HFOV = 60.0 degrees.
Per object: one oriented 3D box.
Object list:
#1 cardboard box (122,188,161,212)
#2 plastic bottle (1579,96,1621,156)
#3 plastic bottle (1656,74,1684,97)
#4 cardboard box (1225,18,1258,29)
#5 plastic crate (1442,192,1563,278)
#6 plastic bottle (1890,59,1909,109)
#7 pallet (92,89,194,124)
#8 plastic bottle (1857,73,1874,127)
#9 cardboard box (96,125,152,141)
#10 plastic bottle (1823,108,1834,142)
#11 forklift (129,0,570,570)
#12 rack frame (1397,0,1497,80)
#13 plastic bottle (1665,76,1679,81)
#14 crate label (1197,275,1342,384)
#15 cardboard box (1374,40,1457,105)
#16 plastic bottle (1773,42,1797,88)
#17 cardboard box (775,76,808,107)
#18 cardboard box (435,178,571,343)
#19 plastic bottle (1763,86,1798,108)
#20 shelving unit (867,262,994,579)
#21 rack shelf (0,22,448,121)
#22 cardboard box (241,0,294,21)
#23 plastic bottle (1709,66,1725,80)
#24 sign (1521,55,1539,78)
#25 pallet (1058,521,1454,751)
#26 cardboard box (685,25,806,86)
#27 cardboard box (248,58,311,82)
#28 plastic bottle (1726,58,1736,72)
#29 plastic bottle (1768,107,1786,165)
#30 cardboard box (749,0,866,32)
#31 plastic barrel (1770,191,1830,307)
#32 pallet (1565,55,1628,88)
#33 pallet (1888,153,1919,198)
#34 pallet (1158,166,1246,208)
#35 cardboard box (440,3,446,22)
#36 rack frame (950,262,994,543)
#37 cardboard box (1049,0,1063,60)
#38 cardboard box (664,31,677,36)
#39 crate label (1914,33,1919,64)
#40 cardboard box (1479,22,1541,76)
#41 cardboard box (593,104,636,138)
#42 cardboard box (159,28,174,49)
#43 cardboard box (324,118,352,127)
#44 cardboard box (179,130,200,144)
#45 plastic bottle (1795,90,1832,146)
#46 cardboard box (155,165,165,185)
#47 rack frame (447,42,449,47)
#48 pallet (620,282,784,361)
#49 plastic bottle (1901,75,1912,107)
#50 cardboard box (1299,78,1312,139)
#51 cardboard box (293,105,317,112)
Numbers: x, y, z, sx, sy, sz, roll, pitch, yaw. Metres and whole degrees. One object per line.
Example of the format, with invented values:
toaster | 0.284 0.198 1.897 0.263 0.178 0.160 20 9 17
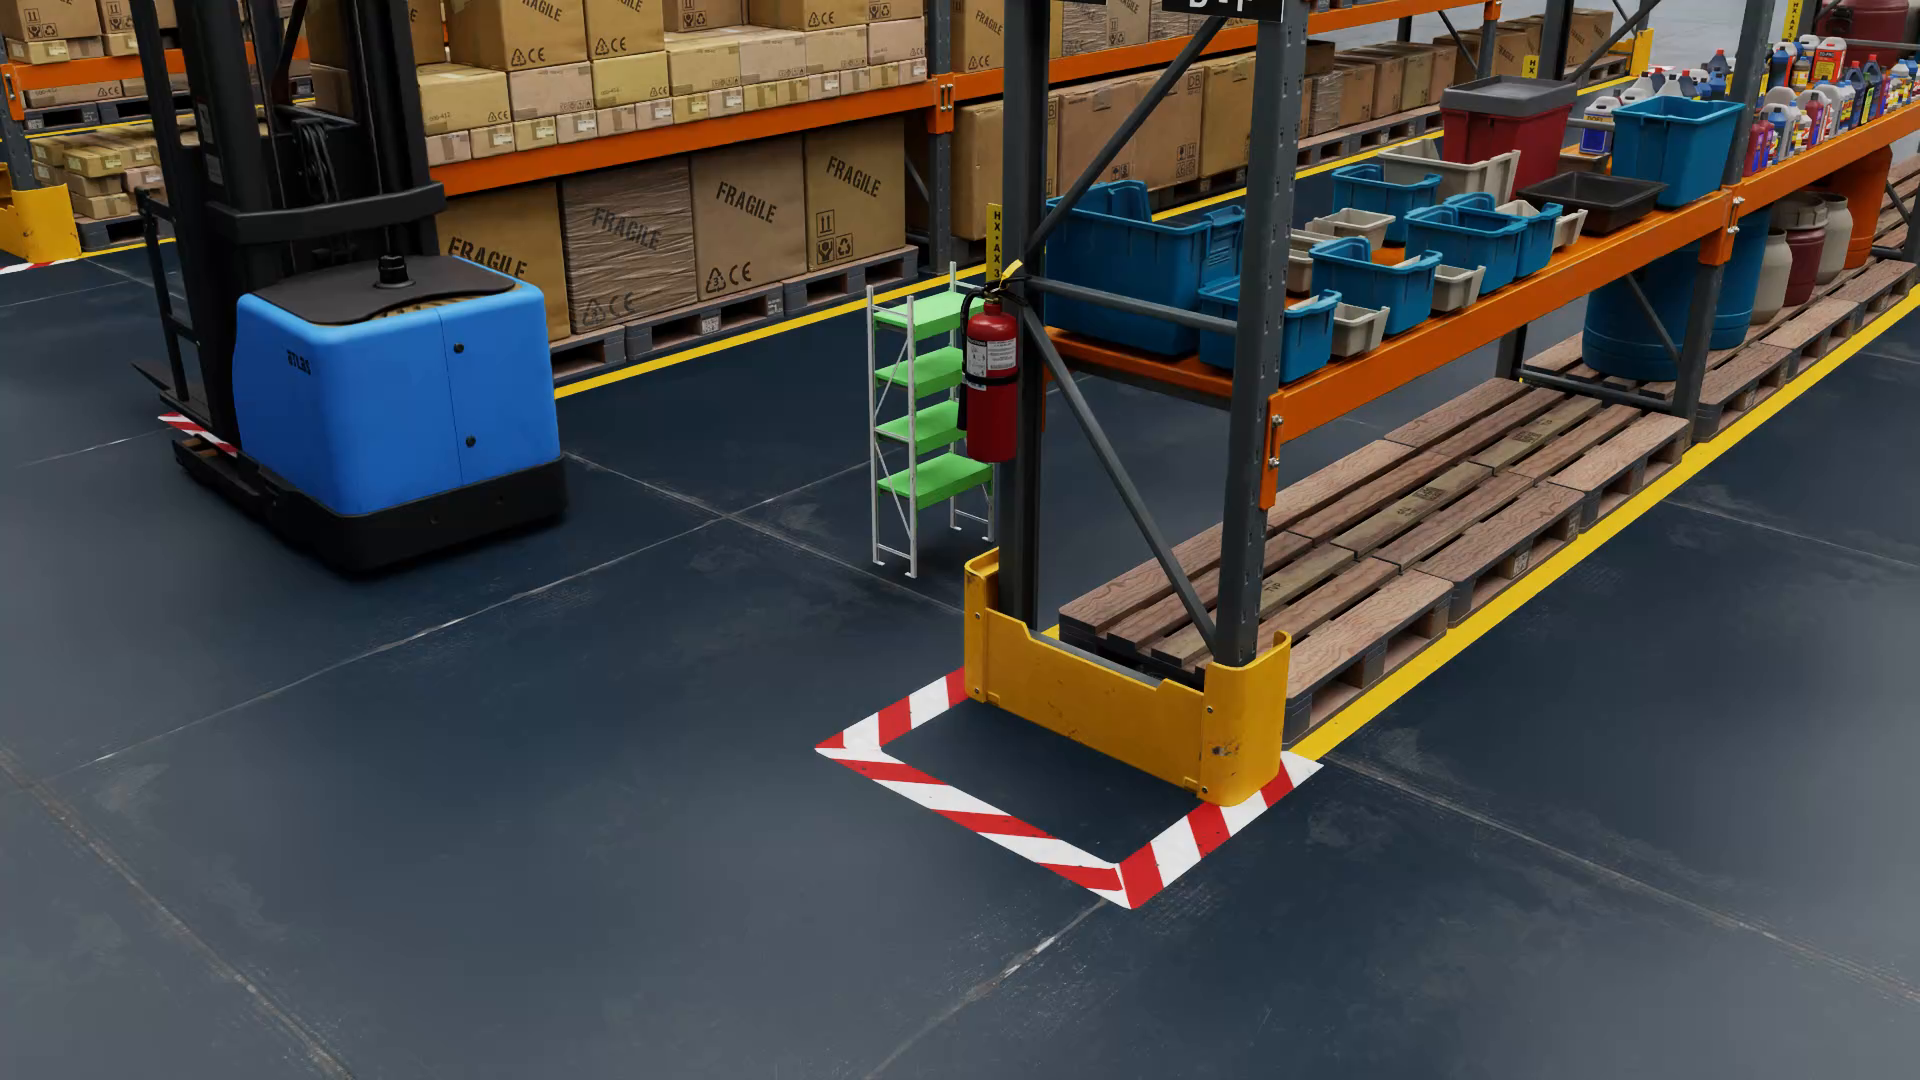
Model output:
cardboard box | -6.067 -2.526 12.188 0.380 0.149 0.250 20 31 37
plastic bottle | 3.238 -2.094 8.404 0.152 0.276 0.135 20 31 38
plastic bottle | 3.693 -2.249 8.661 0.144 0.351 0.185 20 31 38
cardboard box | 2.052 -4.341 13.142 0.500 0.500 0.500 21 32 39
plastic crate | 2.035 -1.152 6.284 0.416 0.233 0.300 20 31 38
plastic bottle | 5.428 -2.643 9.635 0.097 0.271 0.097 0 24 0
pallet | -8.419 -4.517 17.067 1.003 0.211 1.213 20 31 38
plastic bottle | 4.958 -2.422 9.129 0.061 0.283 0.133 20 31 38
cardboard box | -6.315 -3.028 12.581 0.380 0.149 0.250 19 31 36
plastic bottle | 4.524 -2.198 8.729 0.097 0.201 0.097 0 24 0
forklift | -3.117 -1.727 7.520 1.130 2.935 3.031 -21 32 -39
rack frame | 4.866 -5.732 16.367 1.000 3.000 0.127 20 31 38
plastic bottle | 3.818 -2.358 8.995 0.152 0.276 0.135 20 31 38
crate label | 0.956 -0.659 5.186 0.416 0.233 0.303 20 31 38
cardboard box | 4.441 -4.611 16.384 0.700 0.500 0.500 17 29 34
plastic bottle | 5.047 -2.919 10.246 0.152 0.276 0.135 20 31 38
cardboard box | -1.119 -2.684 9.876 0.380 0.149 0.250 21 31 38
cardboard box | -2.775 -1.514 9.045 0.875 0.875 0.875 20 31 38
plastic bottle | 4.313 -2.246 8.744 0.152 0.276 0.135 20 31 38
shelving unit | -0.110 -0.497 6.892 0.258 1.200 0.503 20 31 38
rack shelf | -5.434 -3.742 12.808 1.077 0.370 4.000 20 31 38
cardboard box | -5.253 -4.176 12.412 0.500 0.500 0.500 19 30 36
plastic bottle | 4.254 -2.535 9.394 0.097 0.271 0.097 0 24 0
sign | 2.807 -2.219 8.194 0.100 0.325 0.005 20 31 38
pallet | 1.125 0.309 6.304 1.003 0.211 1.213 20 31 38
cardboard box | -1.256 -2.841 9.741 0.500 0.250 0.500 21 32 39
cardboard box | -7.499 -5.433 17.785 0.875 0.875 0.875 21 32 39
plastic bottle | 4.430 -2.638 9.618 0.152 0.276 0.135 20 31 38
plastic bottle | 3.995 -1.989 8.176 0.097 0.271 0.097 0 24 0
cardboard box | -0.918 -3.339 9.934 0.500 0.500 0.500 21 31 38
plastic barrel | 4.818 -1.754 9.930 0.600 0.588 0.708 20 31 38
pallet | 6.917 -5.417 19.073 1.003 0.211 1.213 20 31 38
pallet | 8.060 -2.857 13.364 1.003 0.211 1.213 20 31 38
pallet | 1.614 -3.021 13.730 1.003 0.211 1.213 20 31 38
cardboard box | -4.206 -4.306 13.493 0.380 0.149 0.250 19 30 36
rack frame | 0.052 -0.571 7.058 0.240 1.200 0.015 20 31 38
cardboard box | 0.355 -3.565 11.413 0.500 0.500 0.500 20 31 38
cardboard box | -1.994 -2.832 9.720 0.500 0.250 0.500 20 31 38
crate label | 6.750 -3.405 11.136 0.502 0.435 0.616 20 31 38
cardboard box | 5.896 -5.281 17.903 0.500 0.500 0.500 17 29 33
cardboard box | -1.975 -2.293 9.004 0.380 0.149 0.250 19 31 37
cardboard box | -5.879 -3.628 11.982 0.380 0.149 0.250 22 32 40
cardboard box | -3.150 -2.159 8.707 0.380 0.149 0.250 21 32 38
cardboard box | -5.704 -2.947 12.399 0.380 0.149 0.250 18 30 35
plastic bottle | 4.426 -2.204 8.652 0.152 0.276 0.135 20 31 38
cardboard box | -5.906 -2.743 12.310 0.380 0.149 0.250 21 31 38
rack frame | -4.099 -4.679 14.020 1.000 3.000 0.127 20 31 38
pallet | -1.853 -1.438 10.199 1.003 0.211 1.213 20 31 38
plastic bottle | 5.493 -2.641 9.716 0.097 0.201 0.097 0 24 0
cardboard box | 2.629 -3.783 14.538 0.700 0.500 0.500 18 30 35
cardboard box | -5.351 -3.388 13.385 0.380 0.149 0.250 19 30 35
